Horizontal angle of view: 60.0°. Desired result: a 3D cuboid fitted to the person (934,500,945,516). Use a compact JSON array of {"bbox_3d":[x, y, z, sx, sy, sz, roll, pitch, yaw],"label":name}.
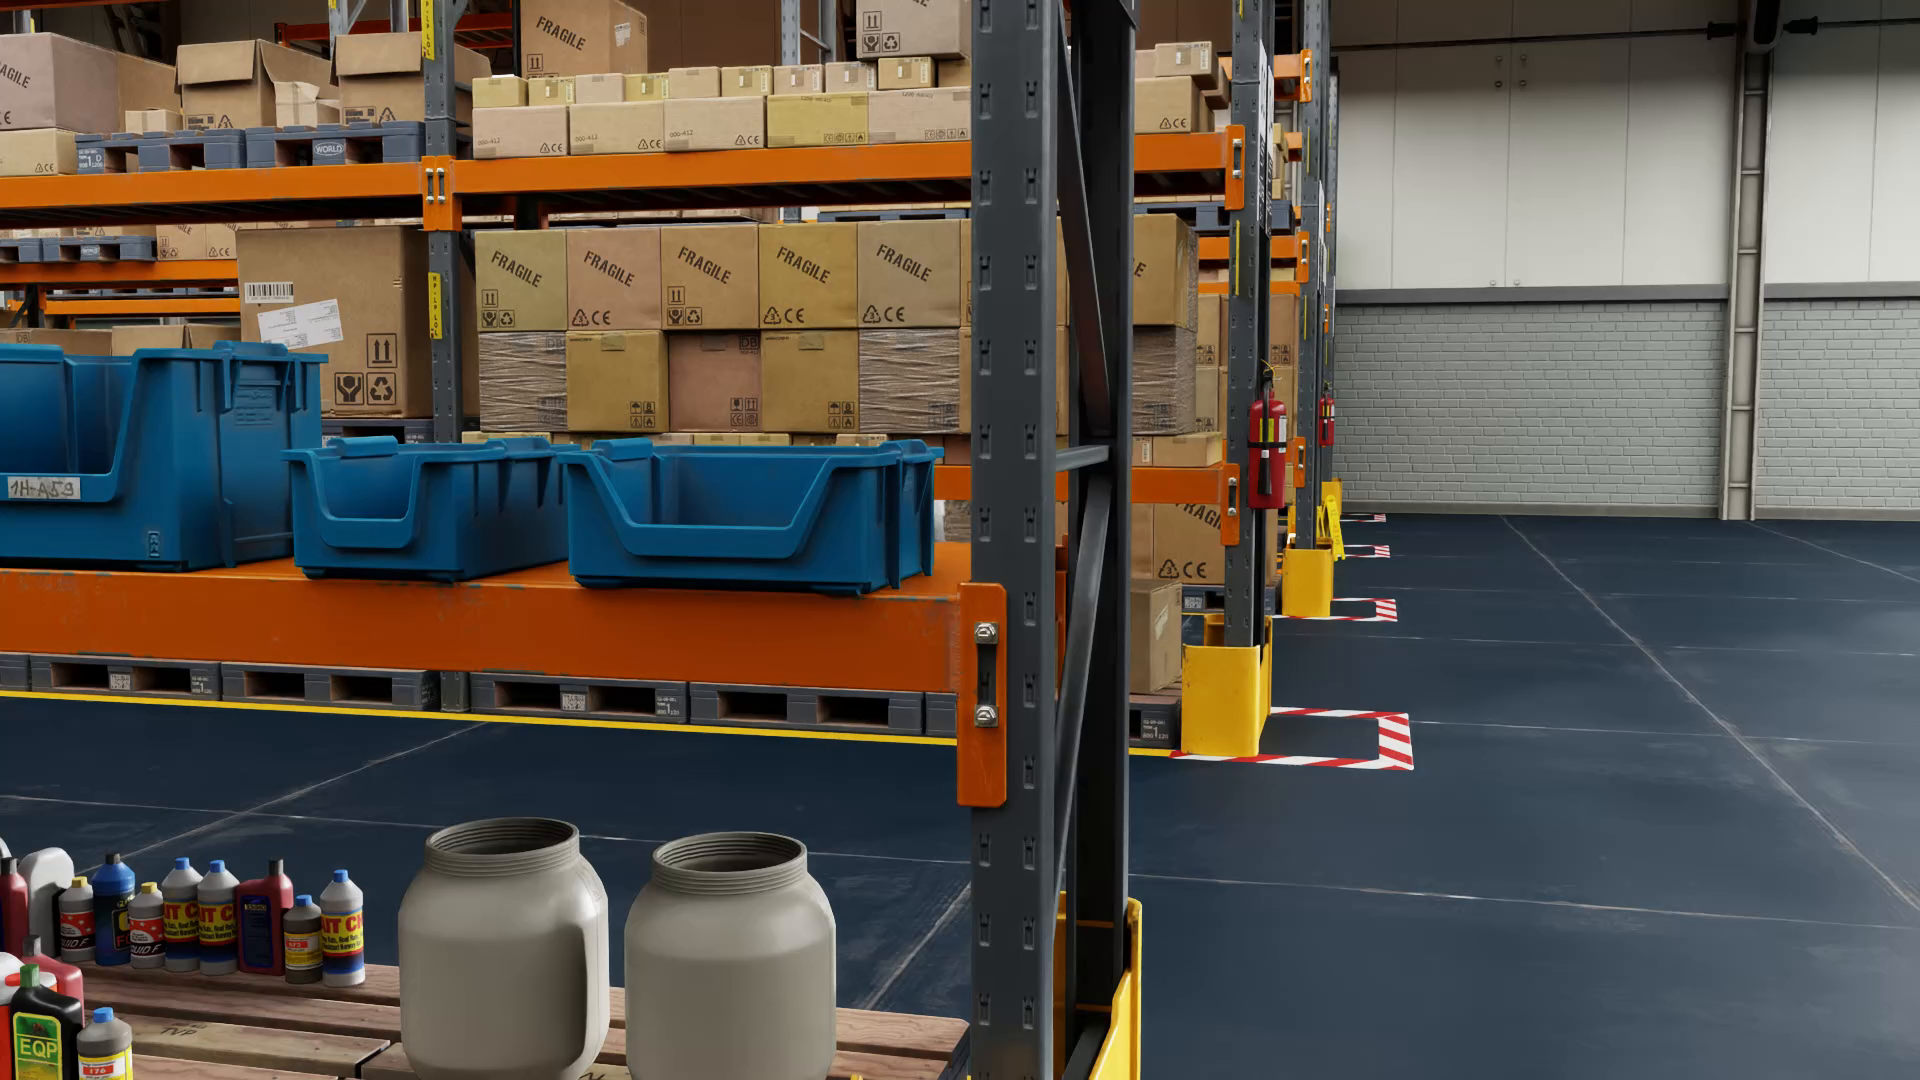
[{"bbox_3d":[-0.280,-0.103,10.513,0.499,1.628,0.769,-3,6,-28],"label":"person"}]
